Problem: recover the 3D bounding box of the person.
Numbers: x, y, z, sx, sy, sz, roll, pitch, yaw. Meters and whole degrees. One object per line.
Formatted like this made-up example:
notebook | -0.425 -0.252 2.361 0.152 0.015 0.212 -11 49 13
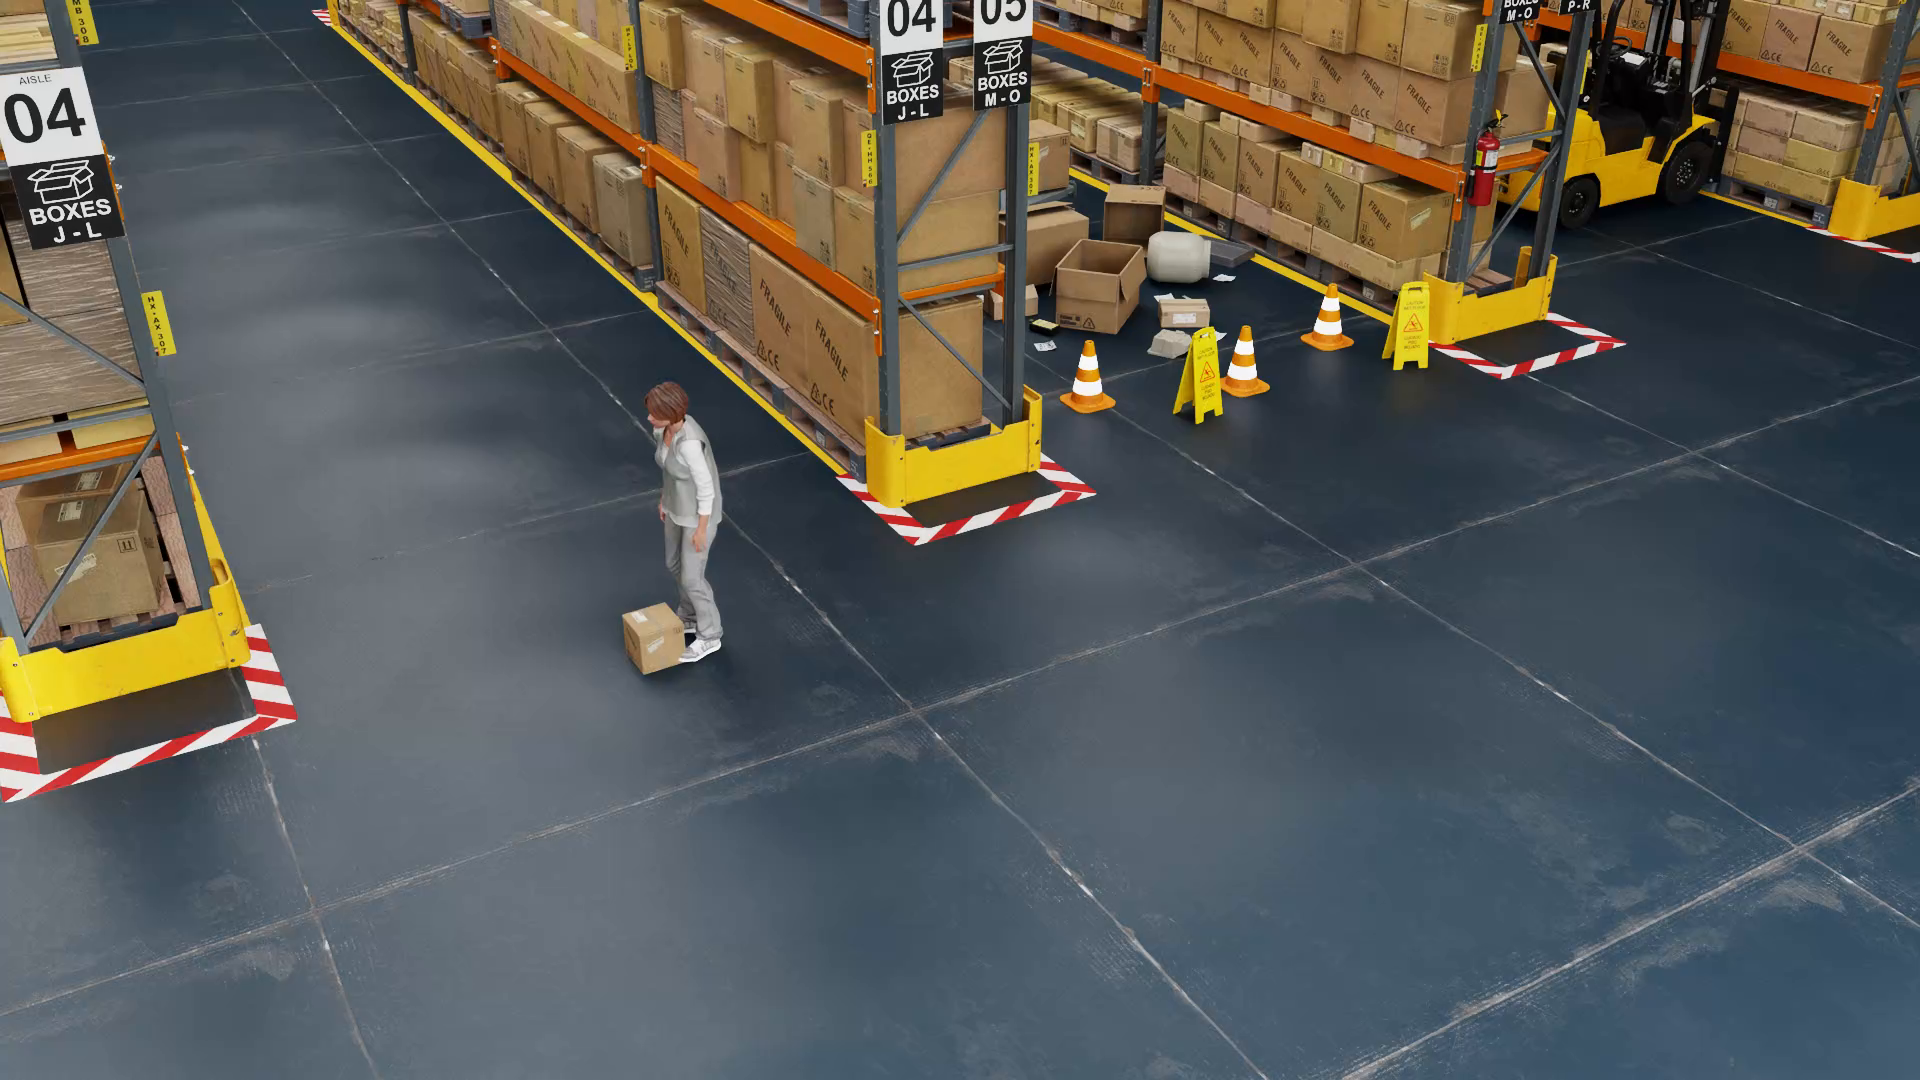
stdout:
person | -1.443 -0.117 8.768 0.347 1.592 0.484 -18 34 -29
